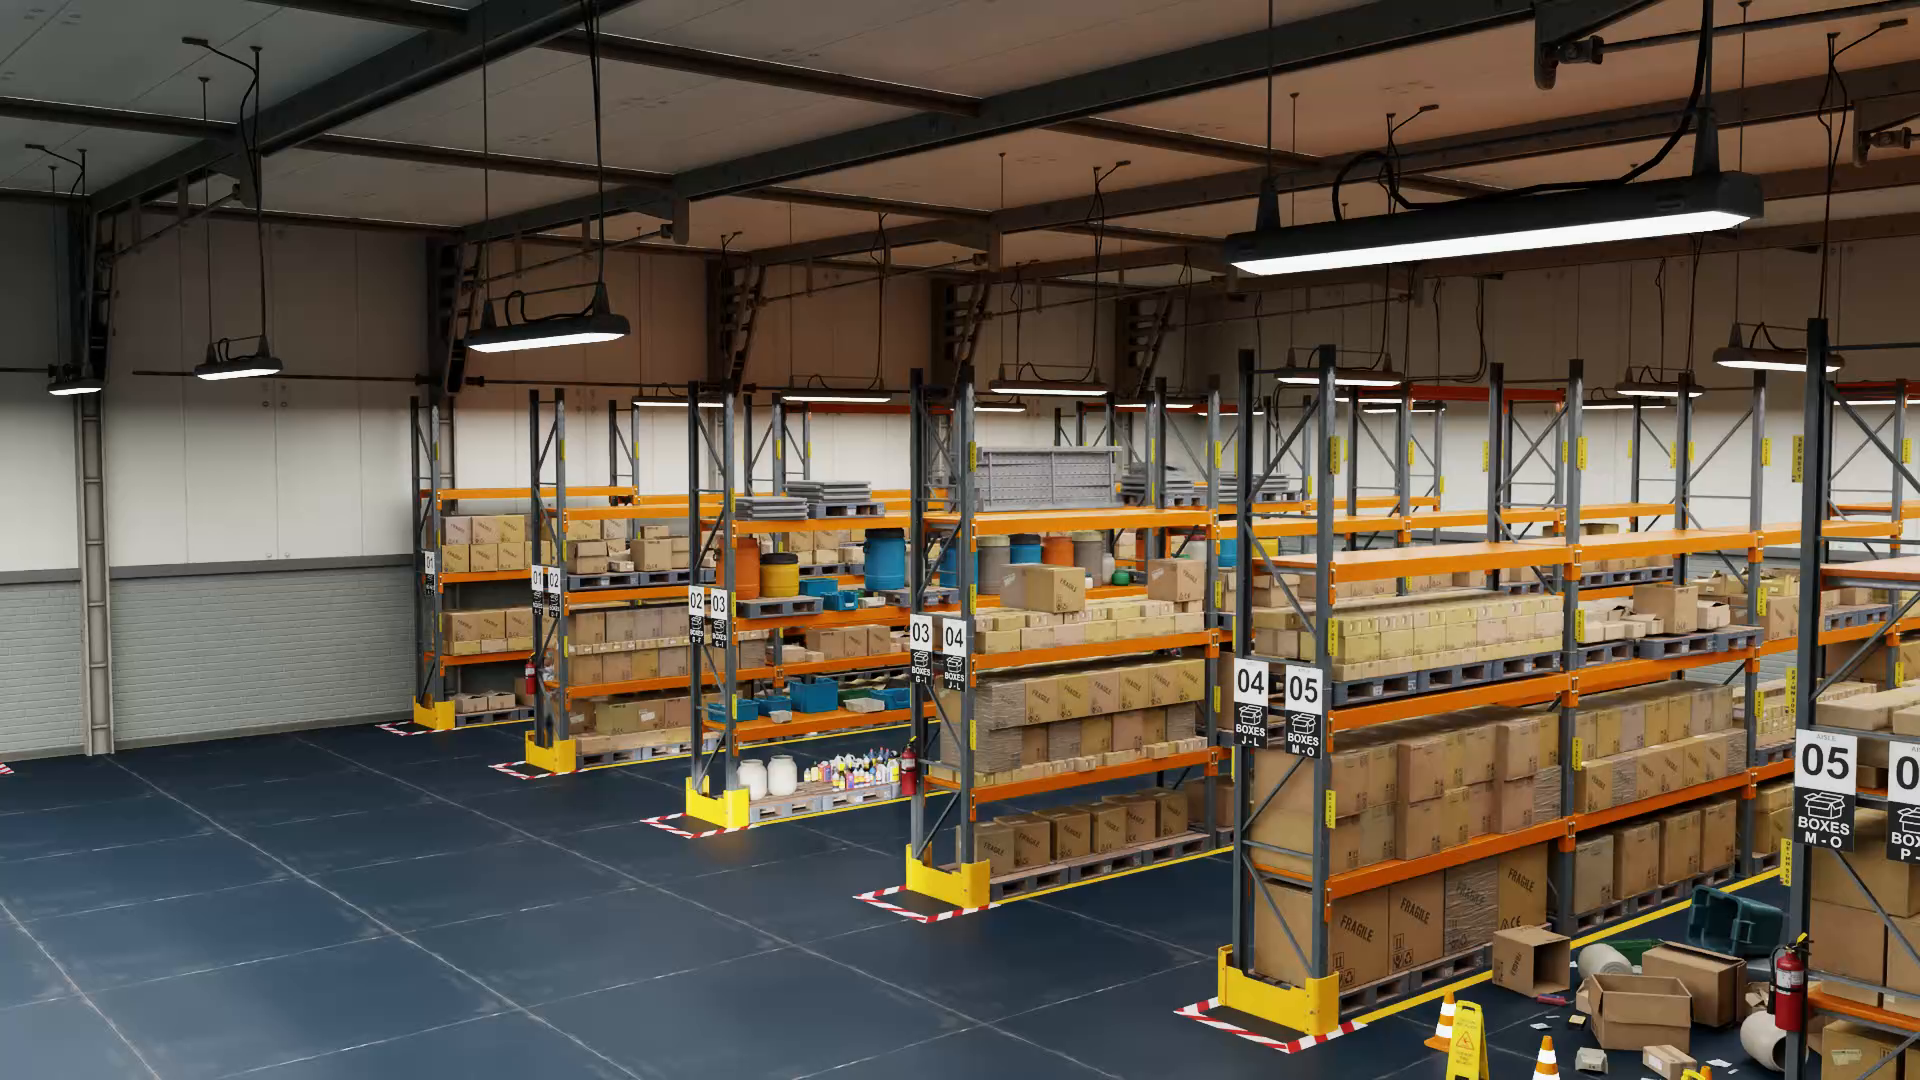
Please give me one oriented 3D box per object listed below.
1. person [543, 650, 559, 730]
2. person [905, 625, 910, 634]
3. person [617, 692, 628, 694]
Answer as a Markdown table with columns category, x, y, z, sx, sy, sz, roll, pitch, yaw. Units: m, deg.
| category | x | y | z | sx | sy | sz | roll | pitch | yaw |
| --- | --- | --- | --- | --- | --- | --- | --- | --- | --- |
| person | -6.895 | 2.701 | 28.099 | 0.962 | 1.688 | 0.557 | -3 | 5 | -42 |
| person | -0.814 | 1.980 | 34.430 | 0.710 | 1.742 | 0.637 | 3 | 4 | 38 |
| person | -5.946 | 2.561 | 29.333 | 0.664 | 1.779 | 0.841 | 3 | 4 | 39 |
